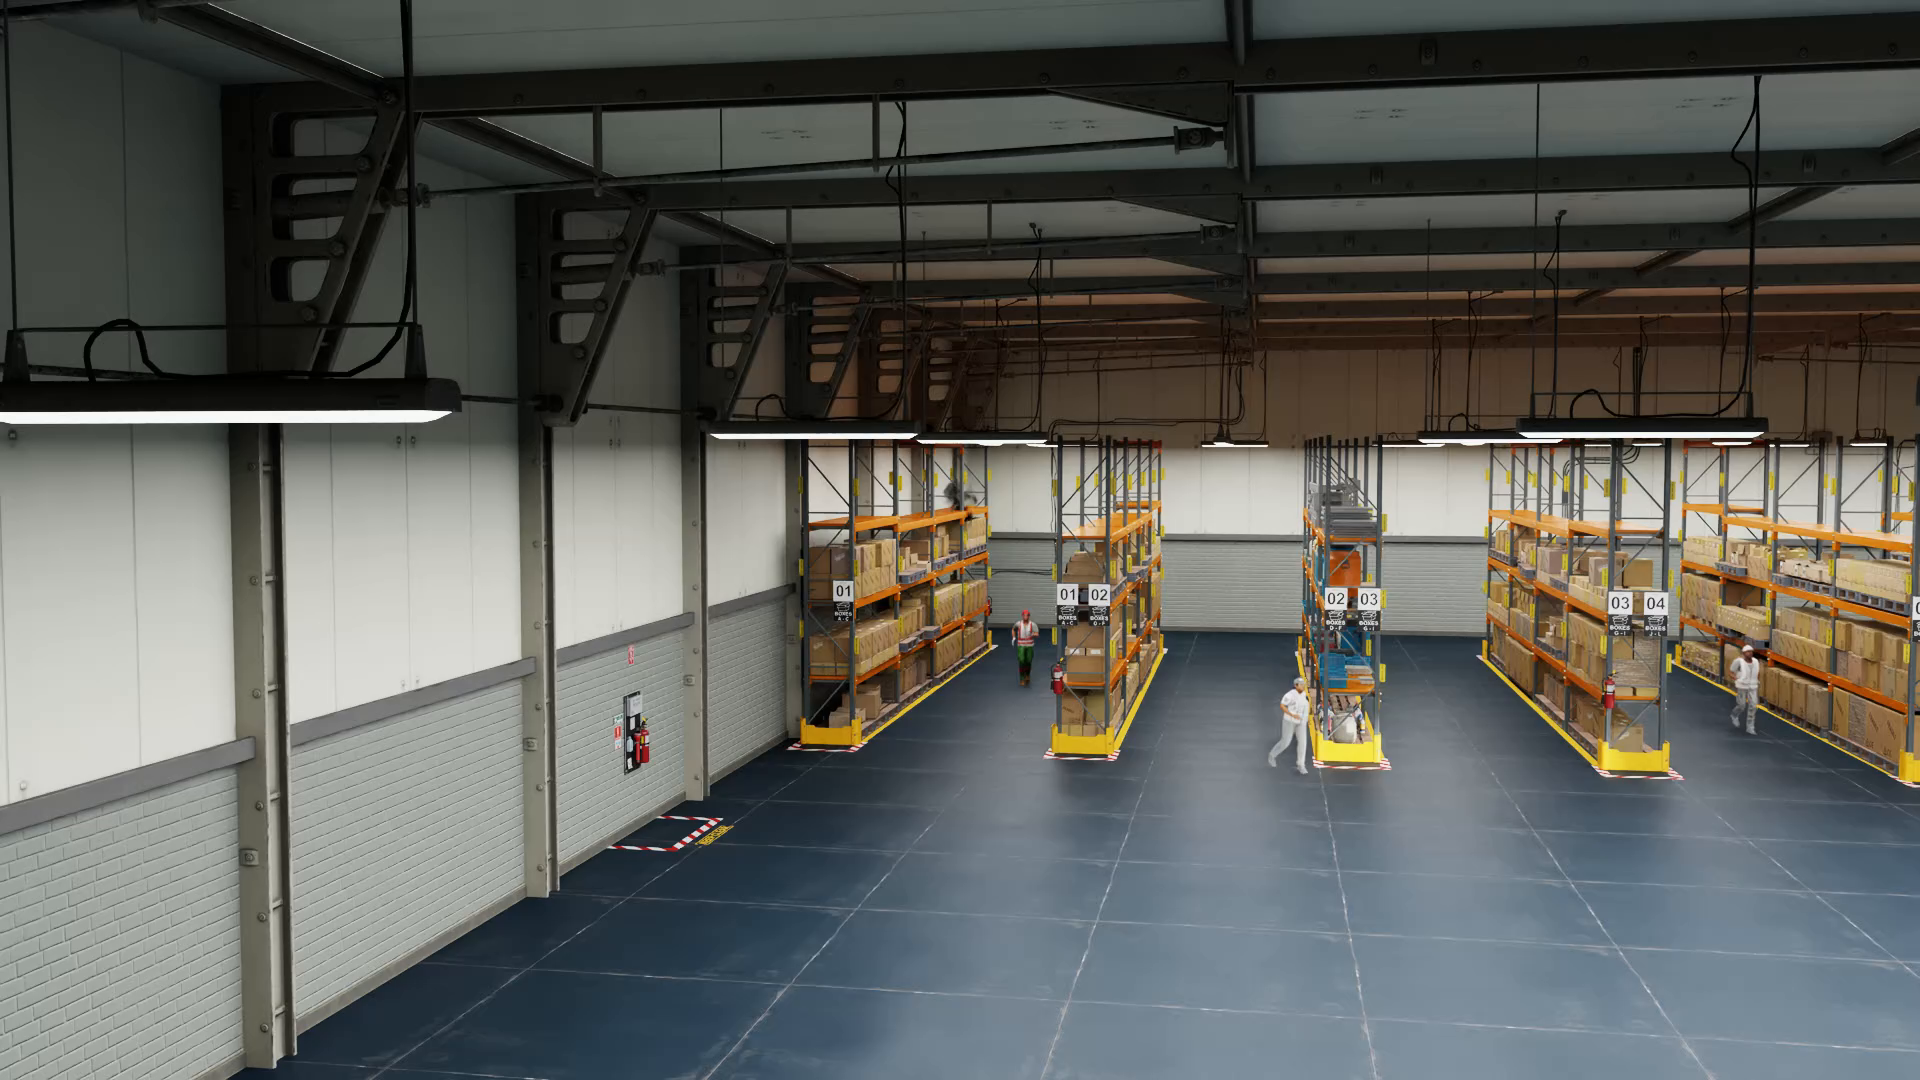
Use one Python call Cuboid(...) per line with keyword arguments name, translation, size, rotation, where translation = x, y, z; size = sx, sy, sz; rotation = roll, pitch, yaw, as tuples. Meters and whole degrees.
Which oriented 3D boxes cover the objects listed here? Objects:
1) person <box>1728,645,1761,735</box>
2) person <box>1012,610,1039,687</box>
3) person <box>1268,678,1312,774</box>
Cuboid(name="person", translation=(15.938, 3.015, 33.739), size=(0.682, 1.777, 0.885), rotation=(0, 3, 2))
Cuboid(name="person", translation=(1.594, 2.617, 40.570), size=(0.652, 1.828, 0.872), rotation=(0, 3, -3))
Cuboid(name="person", translation=(6.008, 3.288, 29.719), size=(0.691, 1.649, 0.925), rotation=(-1, 3, -25))
